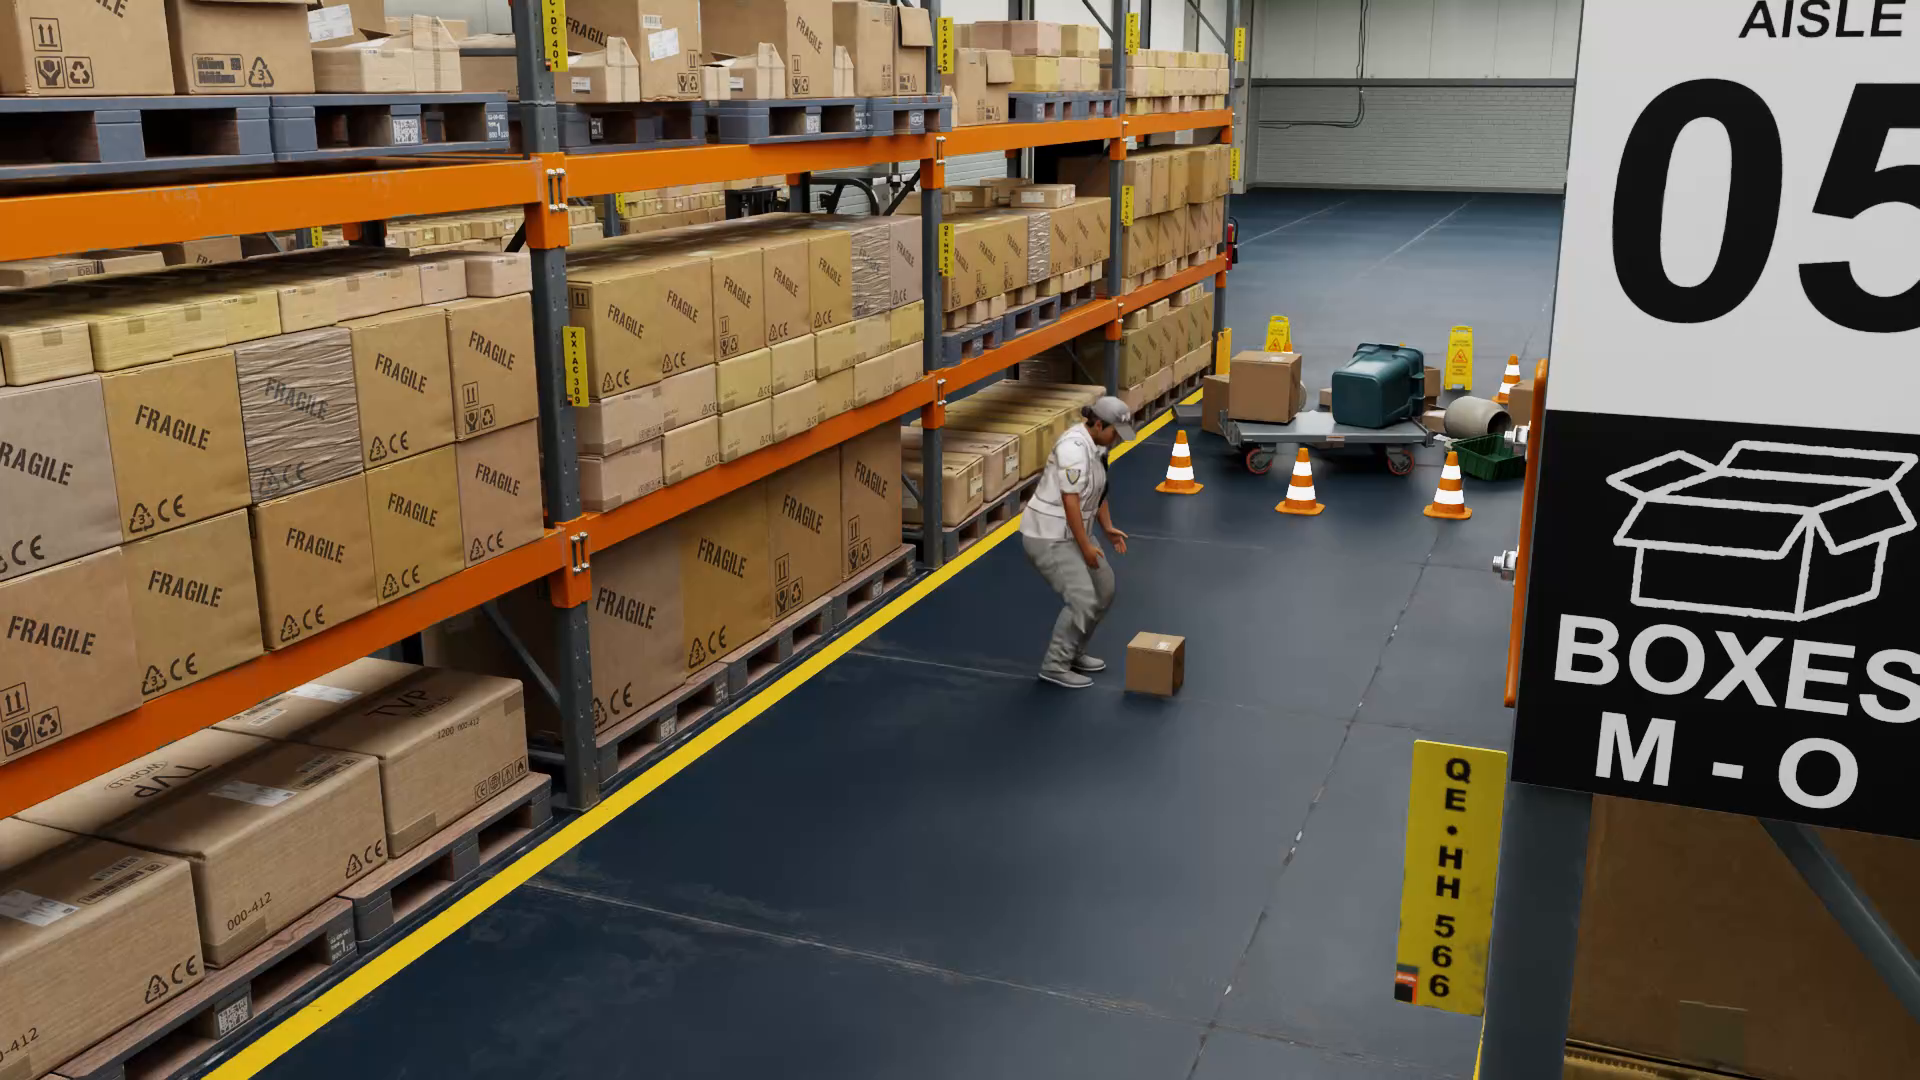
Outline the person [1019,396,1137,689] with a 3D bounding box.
[{"bbox_3d":[0.629,-0.012,8.822,0.591,1.542,0.519,6,17,22],"label":"person"}]
